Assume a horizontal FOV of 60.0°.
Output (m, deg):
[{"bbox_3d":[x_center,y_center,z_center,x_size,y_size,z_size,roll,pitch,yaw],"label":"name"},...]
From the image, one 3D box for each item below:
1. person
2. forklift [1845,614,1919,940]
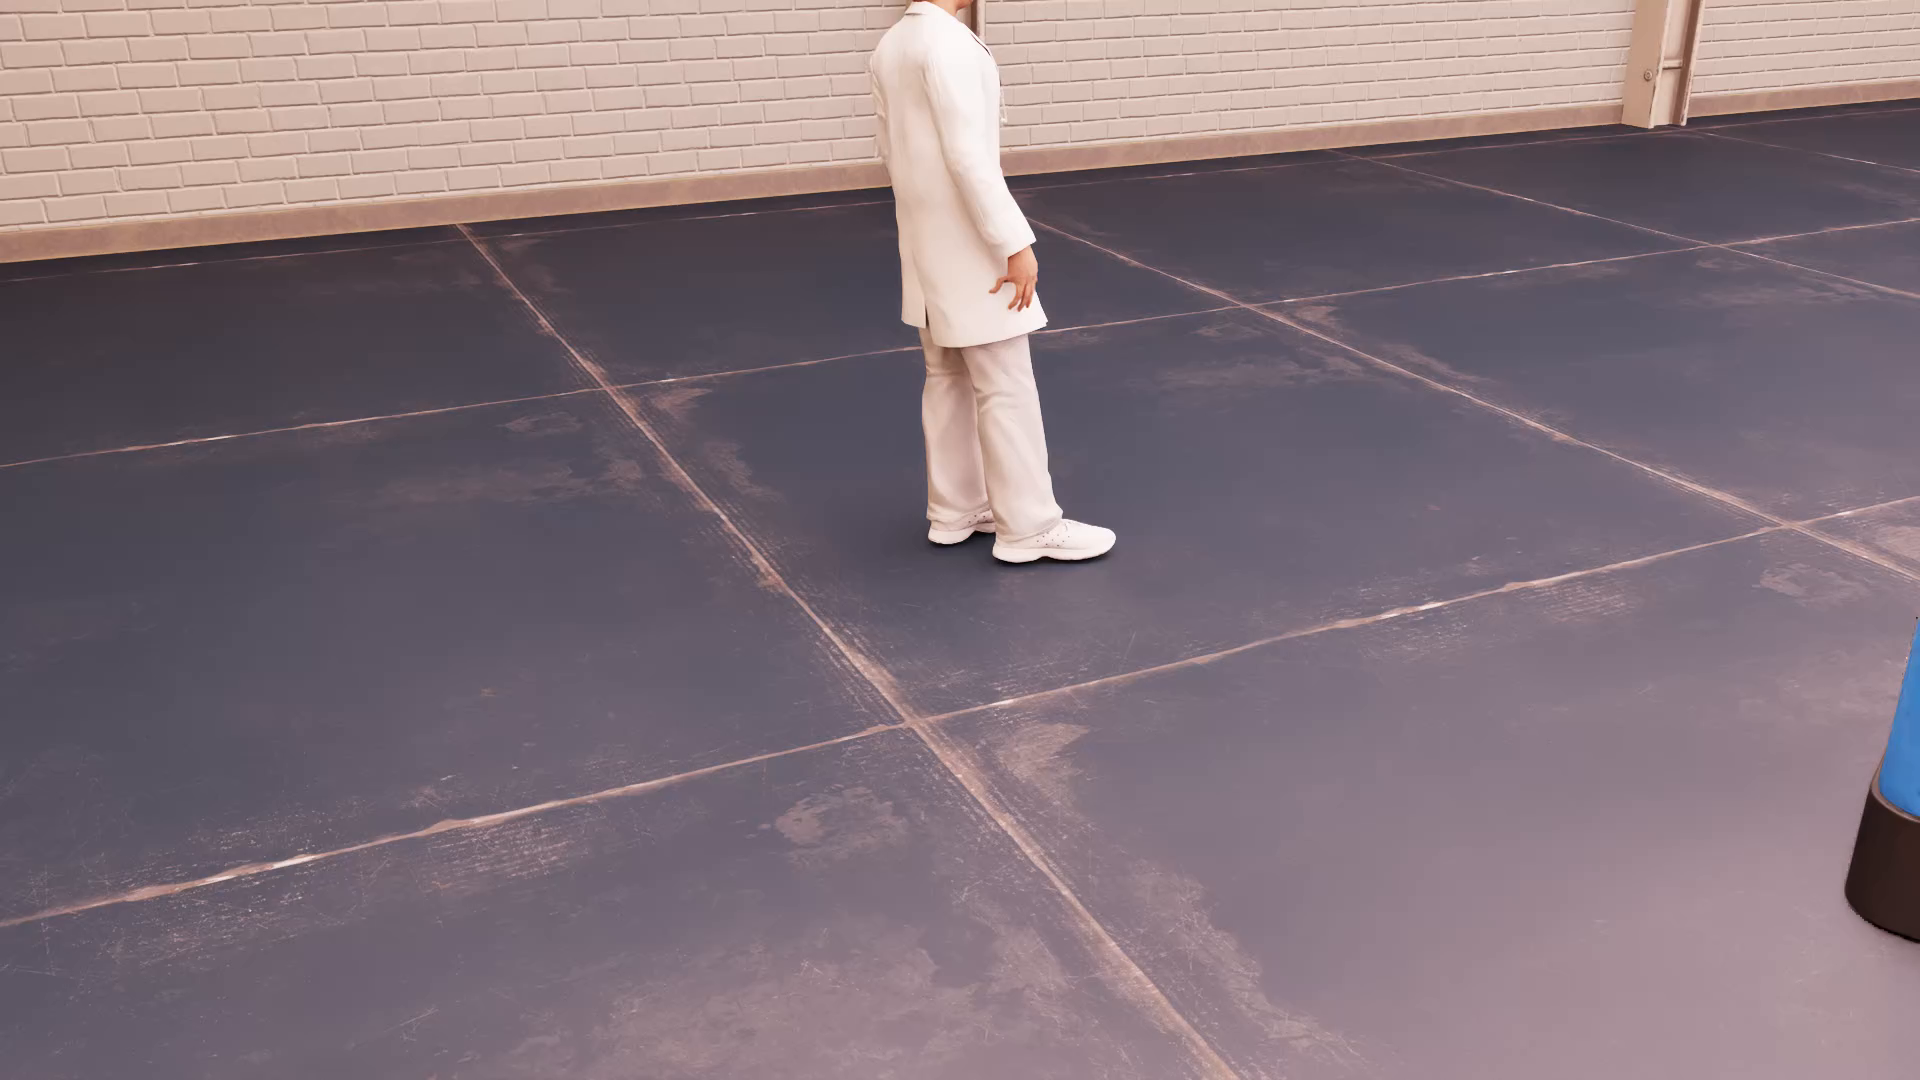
[{"bbox_3d":[0.084,-0.841,4.796,0.578,1.777,0.698,-10,25,-23],"label":"person"},{"bbox_3d":[3.207,-0.383,2.209,3.031,2.935,1.130,16,27,34],"label":"forklift"}]
